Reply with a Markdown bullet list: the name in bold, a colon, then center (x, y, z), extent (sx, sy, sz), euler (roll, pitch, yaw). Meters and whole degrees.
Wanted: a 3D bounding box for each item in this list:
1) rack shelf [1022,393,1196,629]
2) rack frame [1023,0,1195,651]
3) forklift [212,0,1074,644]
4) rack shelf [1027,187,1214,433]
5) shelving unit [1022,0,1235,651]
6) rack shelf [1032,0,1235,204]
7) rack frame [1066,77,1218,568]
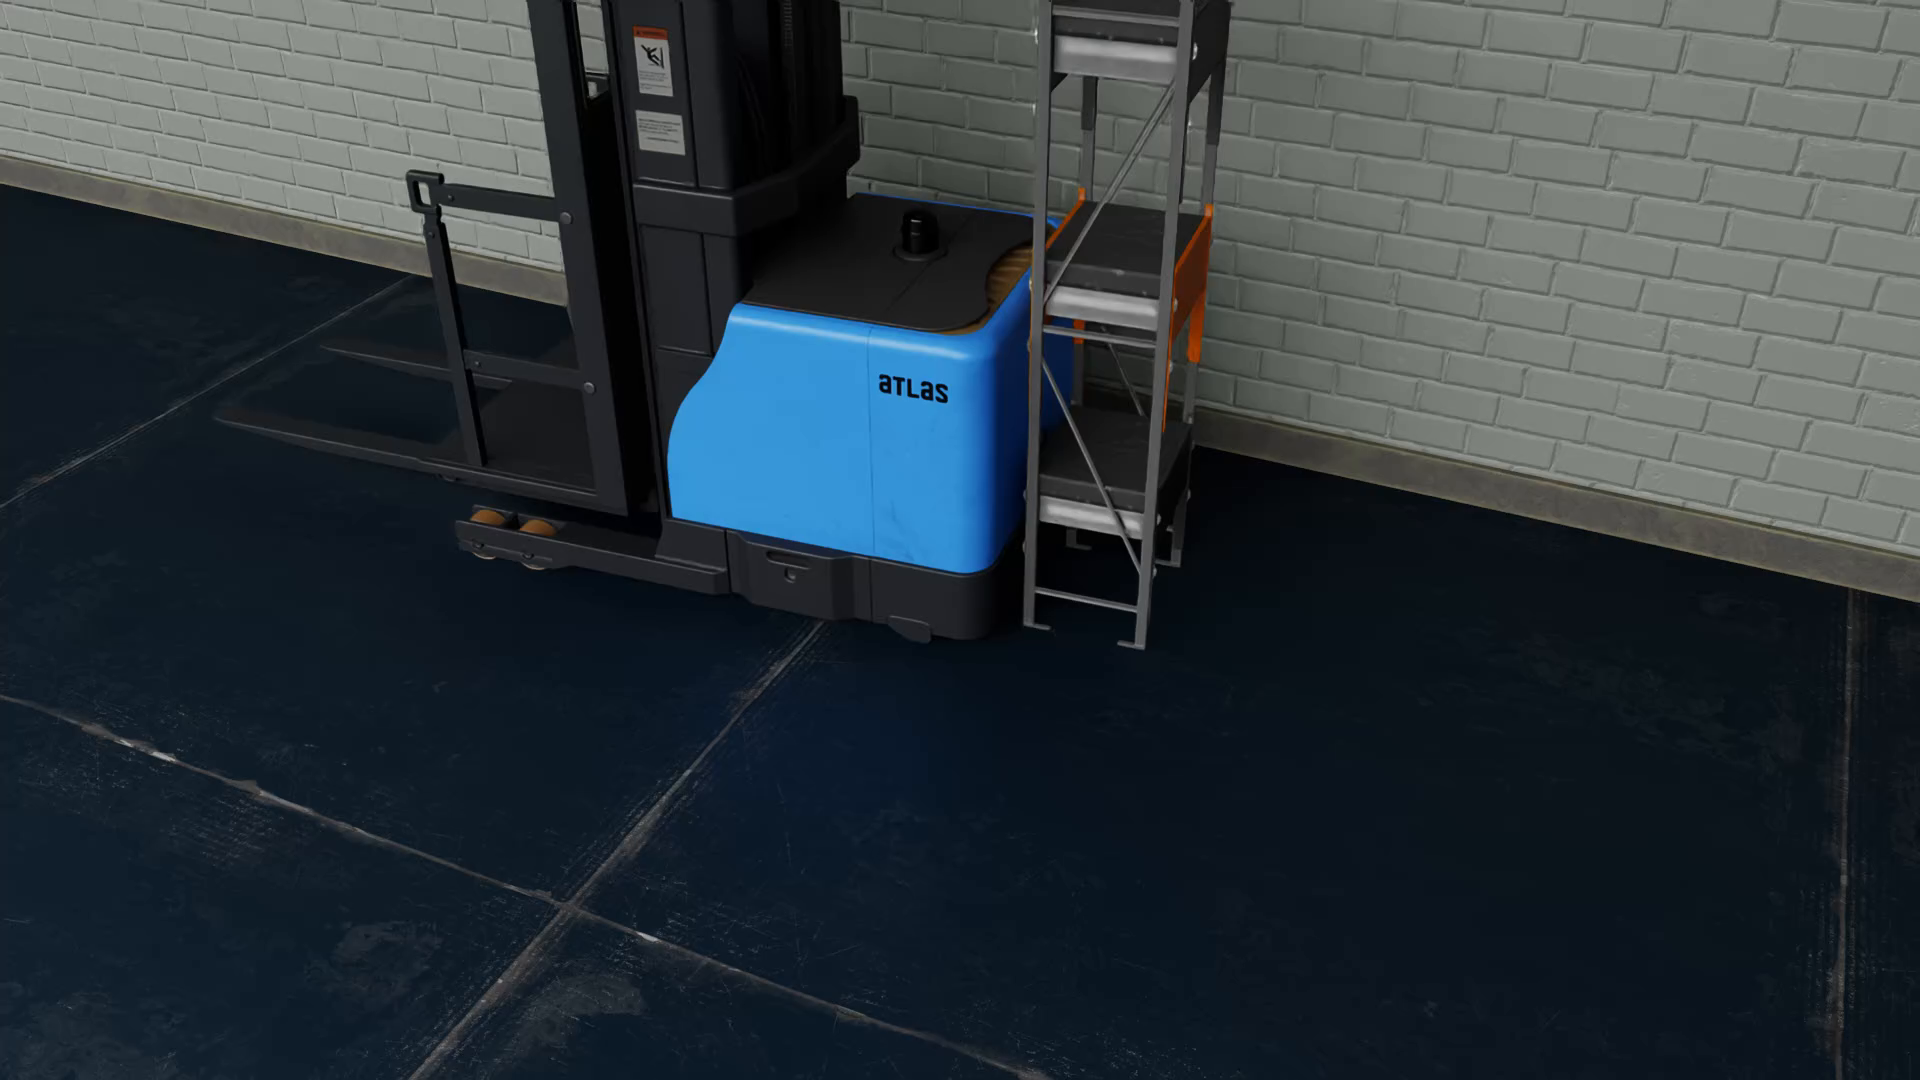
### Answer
- **rack shelf**: center (0.474, -0.100, 5.289), extent (0.431, 0.518, 0.480), euler (11, 35, 16)
- **rack frame**: center (0.394, -0.571, 4.705), extent (0.400, 2.100, 0.015), euler (11, 35, 16)
- **forklift**: center (-1.174, -1.385, 5.189), extent (3.031, 2.935, 1.130), euler (11, 35, 16)
- **rack shelf**: center (0.474, -0.685, 4.905), extent (0.431, 0.518, 0.480), euler (11, 35, 16)
- **shelving unit**: center (0.474, -0.697, 4.898), extent (0.431, 2.100, 0.503), euler (11, 35, 16)
- **rack shelf**: center (0.474, -1.271, 4.522), extent (0.431, 0.518, 0.480), euler (11, 35, 16)
- **rack frame**: center (0.555, -0.823, 5.091), extent (0.400, 2.100, 0.015), euler (11, 35, 16)
